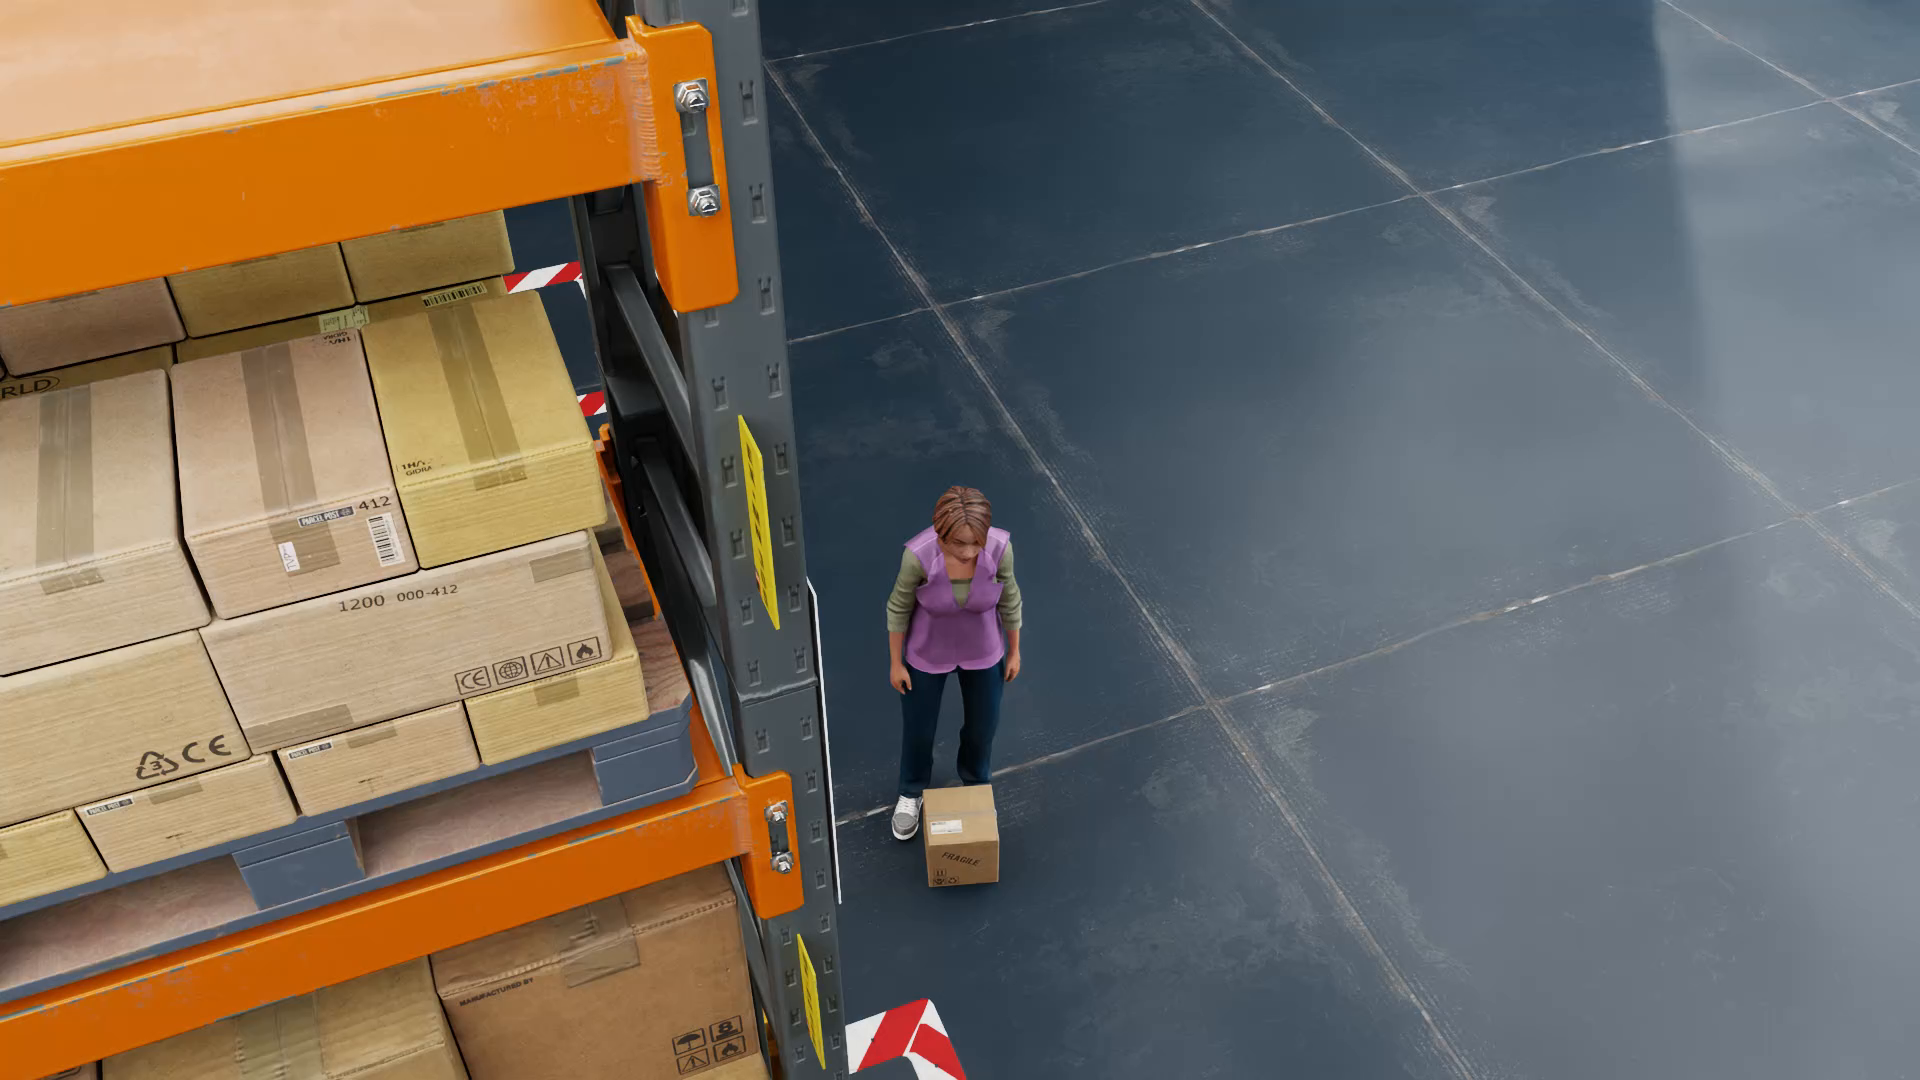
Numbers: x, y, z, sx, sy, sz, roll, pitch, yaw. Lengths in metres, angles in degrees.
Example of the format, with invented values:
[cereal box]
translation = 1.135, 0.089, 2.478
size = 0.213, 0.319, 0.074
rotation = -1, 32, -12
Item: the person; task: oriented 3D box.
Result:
[person]
translation = -0.031, 0.408, 5.722
size = 0.459, 1.591, 0.347
rotation = -3, 42, -3
